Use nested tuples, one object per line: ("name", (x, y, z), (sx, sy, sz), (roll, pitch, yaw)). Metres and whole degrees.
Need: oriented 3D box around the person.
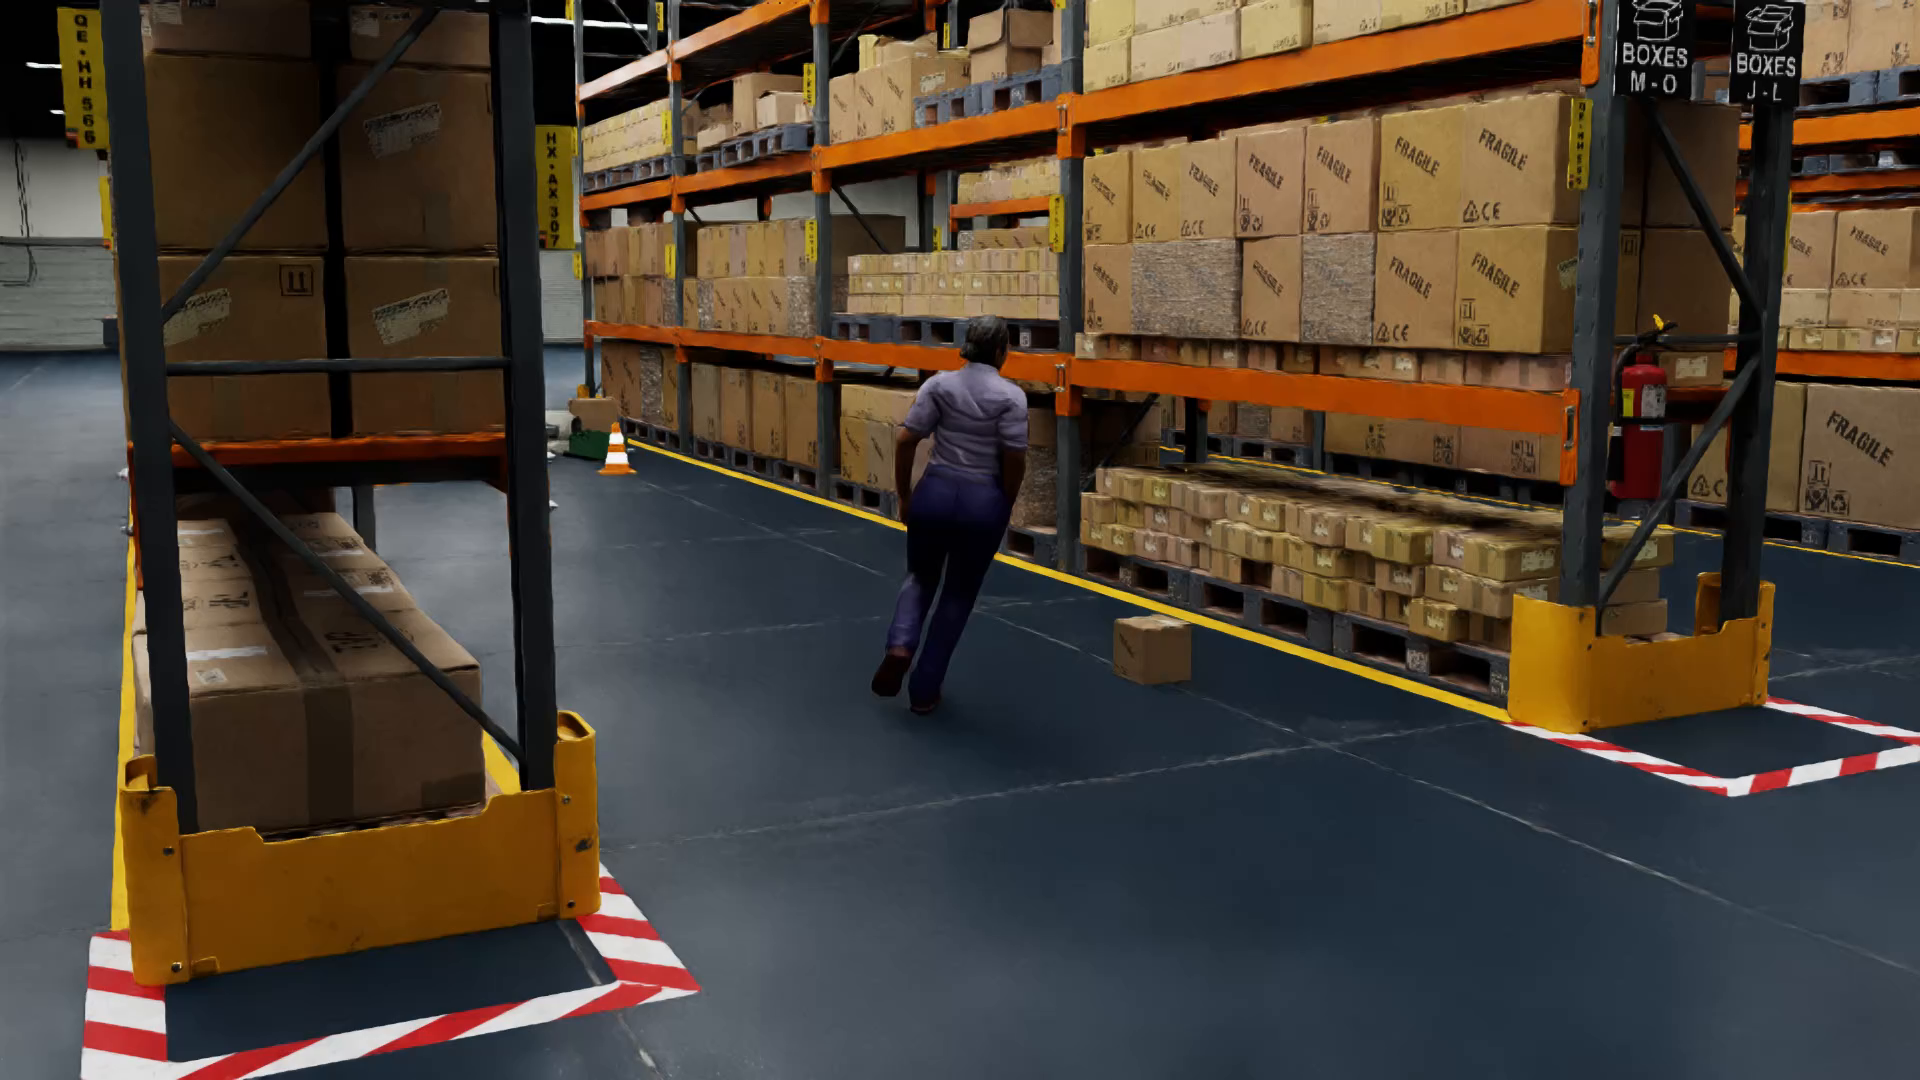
("person", (-0.022, -0.114, 6.768), (0.647, 1.598, 0.457), (2, 9, 12))
